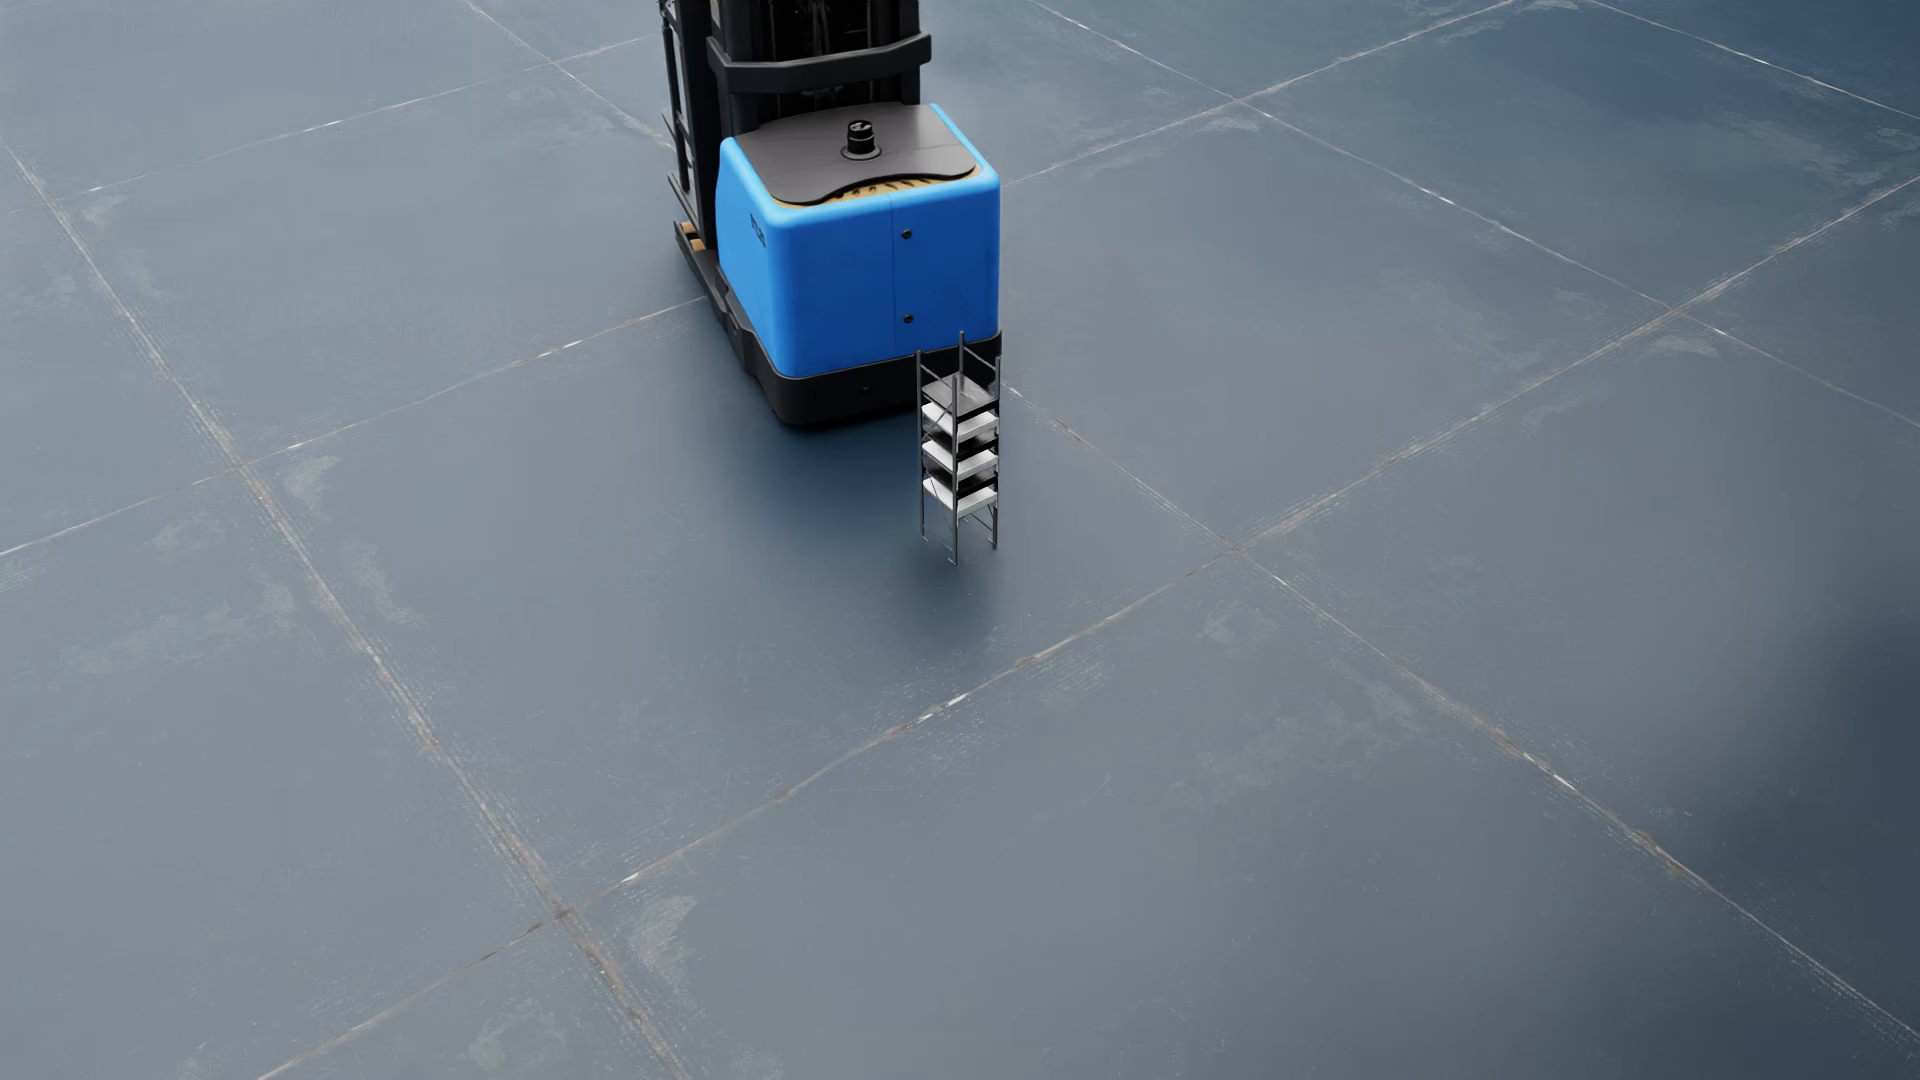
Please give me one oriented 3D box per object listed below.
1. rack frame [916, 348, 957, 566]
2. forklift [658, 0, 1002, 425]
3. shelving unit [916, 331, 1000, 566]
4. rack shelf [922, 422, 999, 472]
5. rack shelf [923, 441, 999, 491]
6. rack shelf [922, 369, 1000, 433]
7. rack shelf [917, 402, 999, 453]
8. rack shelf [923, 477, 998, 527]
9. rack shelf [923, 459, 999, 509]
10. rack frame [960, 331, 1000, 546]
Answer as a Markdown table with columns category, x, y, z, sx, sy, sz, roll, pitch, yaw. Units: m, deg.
| category | x | y | z | sx | sy | sz | roll | pitch | yaw |
| --- | --- | --- | --- | --- | --- | --- | --- | --- | --- |
| rack frame | -0.087 | -0.305 | 6.413 | 0.006 | 0.900 | 0.240 | -26 | 46 | -28 |
| forklift | -0.818 | -2.574 | 7.576 | 1.130 | 2.935 | 3.031 | -14 | 41 | -16 |
| shelving unit | -0.006 | -0.345 | 6.461 | 0.210 | 0.900 | 0.258 | -26 | 46 | -28 |
| rack shelf | -0.006 | -0.389 | 6.425 | 0.200 | 0.077 | 0.258 | -26 | 46 | -28 |
| rack shelf | -0.006 | -0.319 | 6.482 | 0.200 | 0.077 | 0.258 | -26 | 46 | -28 |
| rack shelf | -0.006 | -0.528 | 6.311 | 0.200 | 0.077 | 0.258 | -26 | 46 | -28 |
| rack shelf | -0.006 | -0.458 | 6.368 | 0.200 | 0.077 | 0.258 | -26 | 46 | -28 |
| rack shelf | -0.006 | -0.180 | 6.596 | 0.200 | 0.077 | 0.258 | -26 | 46 | -28 |
| rack shelf | -0.006 | -0.249 | 6.539 | 0.200 | 0.077 | 0.258 | -26 | 46 | -28 |
| rack frame | 0.074 | -0.384 | 6.509 | 0.006 | 0.900 | 0.240 | -26 | 46 | -28 |
